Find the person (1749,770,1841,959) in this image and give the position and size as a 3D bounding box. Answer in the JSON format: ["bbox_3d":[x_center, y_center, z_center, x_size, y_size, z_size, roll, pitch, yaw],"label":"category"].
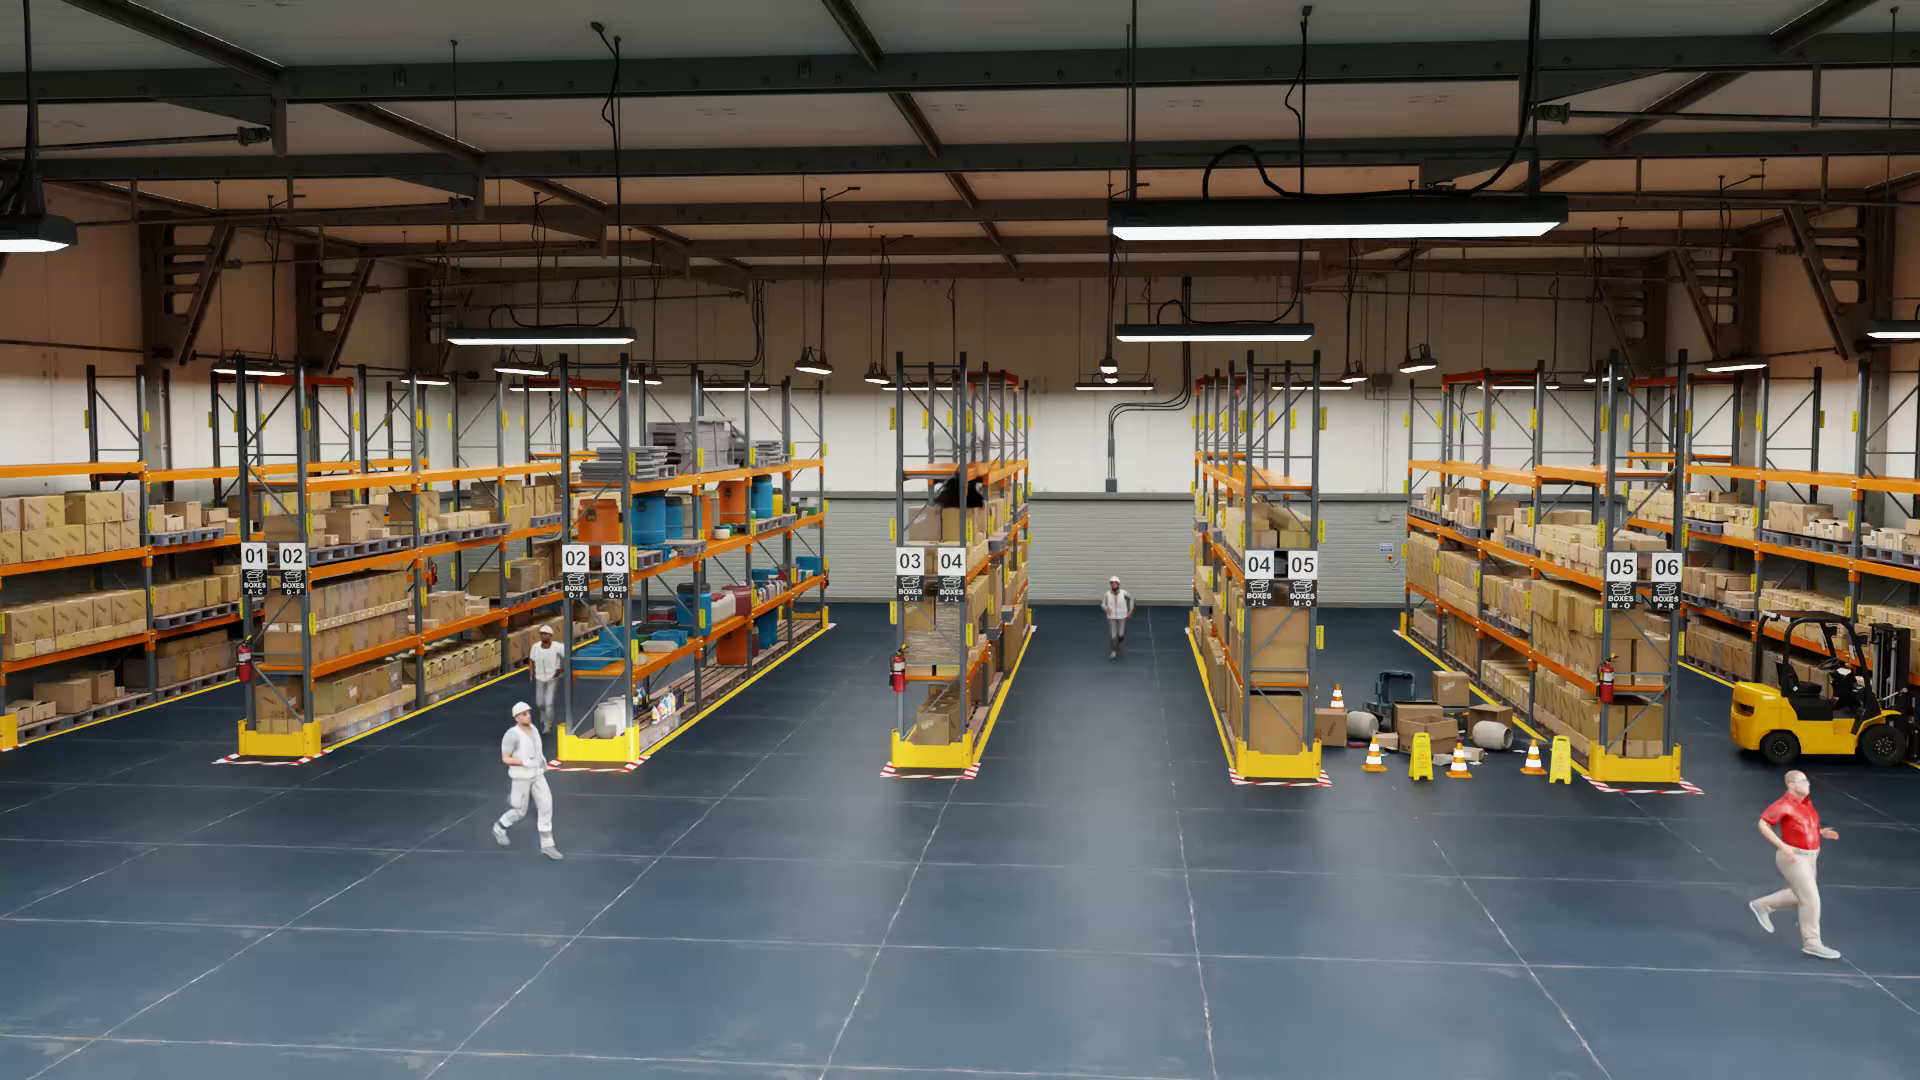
[{"bbox_3d":[7.914,3.025,15.746,0.675,1.696,0.900,-3,5,-38],"label":"person"}]

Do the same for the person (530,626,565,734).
[{"bbox_3d":[-6.627,2.239,26.843,0.691,1.734,0.632,0,4,4],"label":"person"}]

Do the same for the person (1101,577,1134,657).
[{"bbox_3d":[3.324,1.642,35.171,0.682,1.734,0.703,1,4,10],"label":"person"}]

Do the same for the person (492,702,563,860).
[{"bbox_3d":[-4.973,2.704,19.154,0.961,1.693,0.670,3,5,32],"label":"person"}]
